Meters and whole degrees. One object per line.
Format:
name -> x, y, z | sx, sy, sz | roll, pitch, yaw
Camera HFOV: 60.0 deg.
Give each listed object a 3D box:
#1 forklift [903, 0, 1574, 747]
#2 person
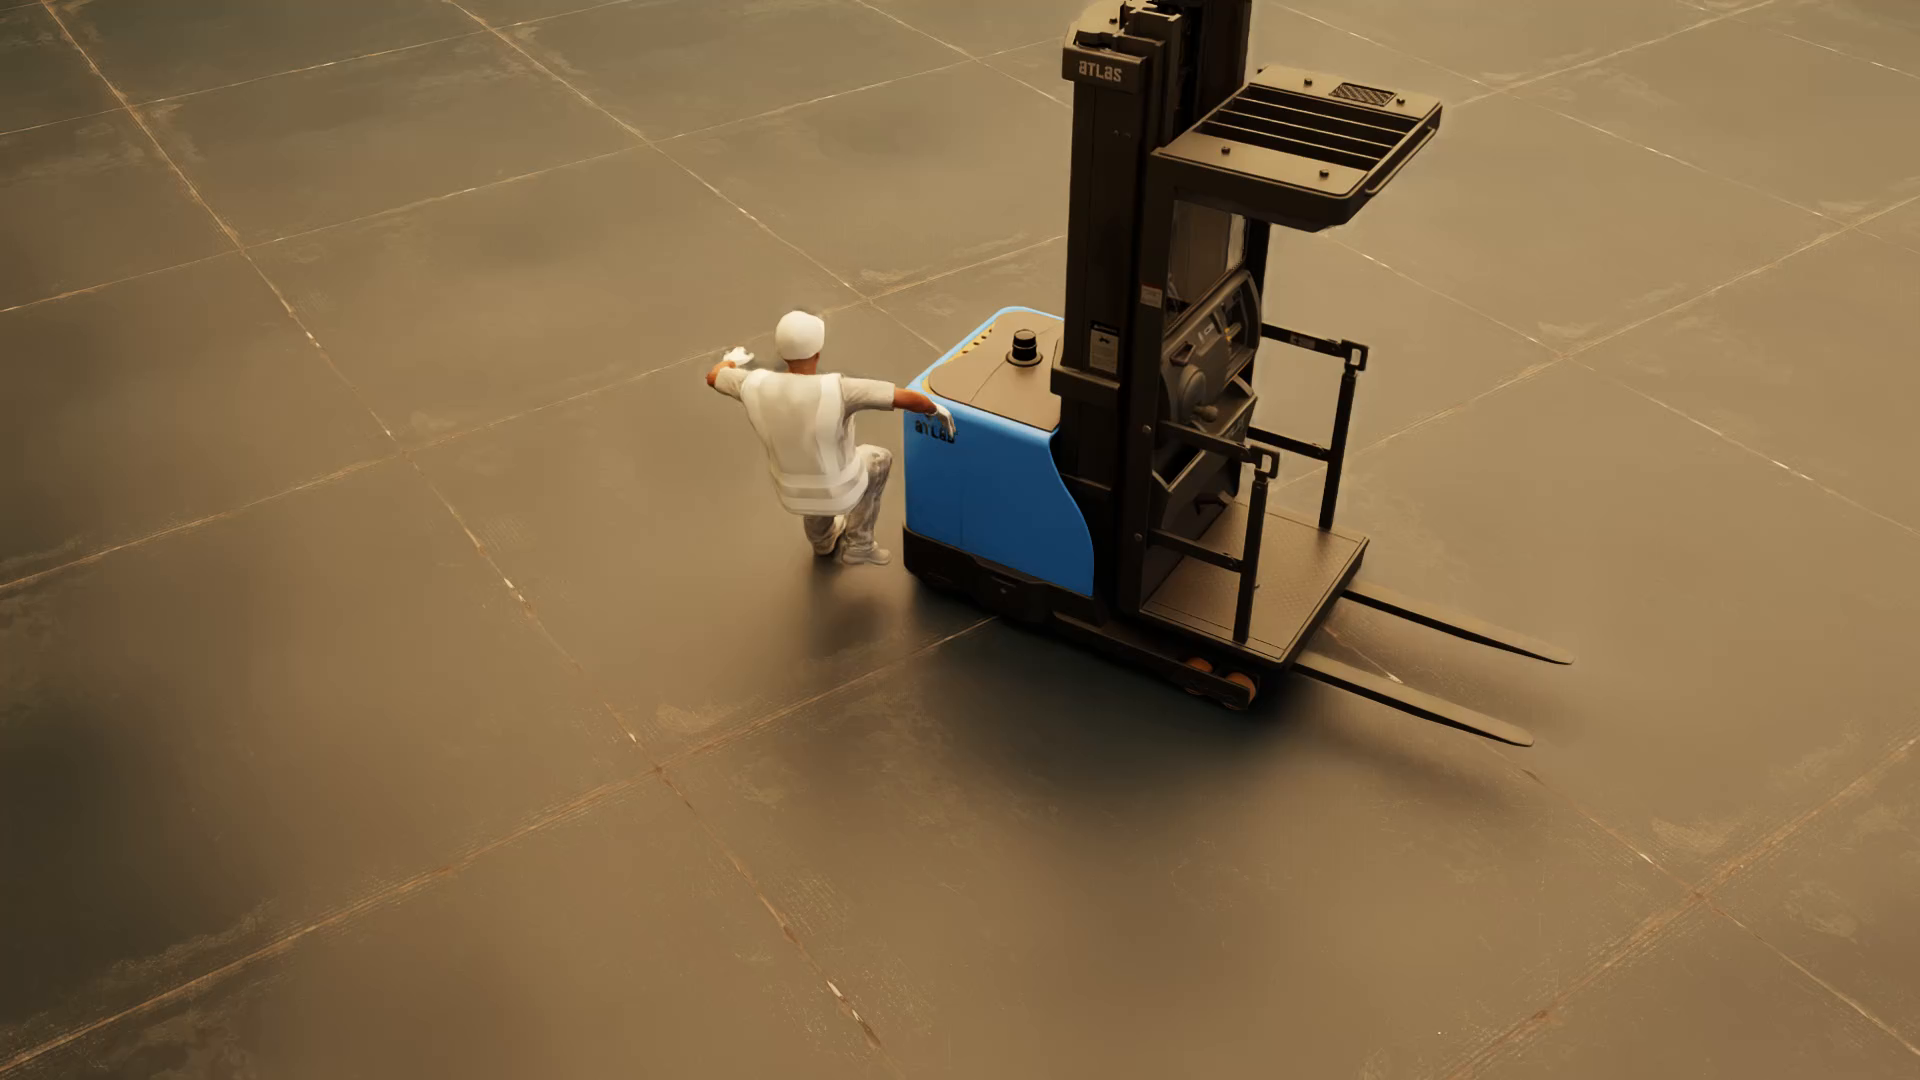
forklift -> 1.248, -0.786, 7.007 | 3.031, 2.935, 1.130 | 20, 41, 25
person -> -0.574, -0.455, 7.660 | 1.156, 1.559, 0.870 | 7, 37, 9
